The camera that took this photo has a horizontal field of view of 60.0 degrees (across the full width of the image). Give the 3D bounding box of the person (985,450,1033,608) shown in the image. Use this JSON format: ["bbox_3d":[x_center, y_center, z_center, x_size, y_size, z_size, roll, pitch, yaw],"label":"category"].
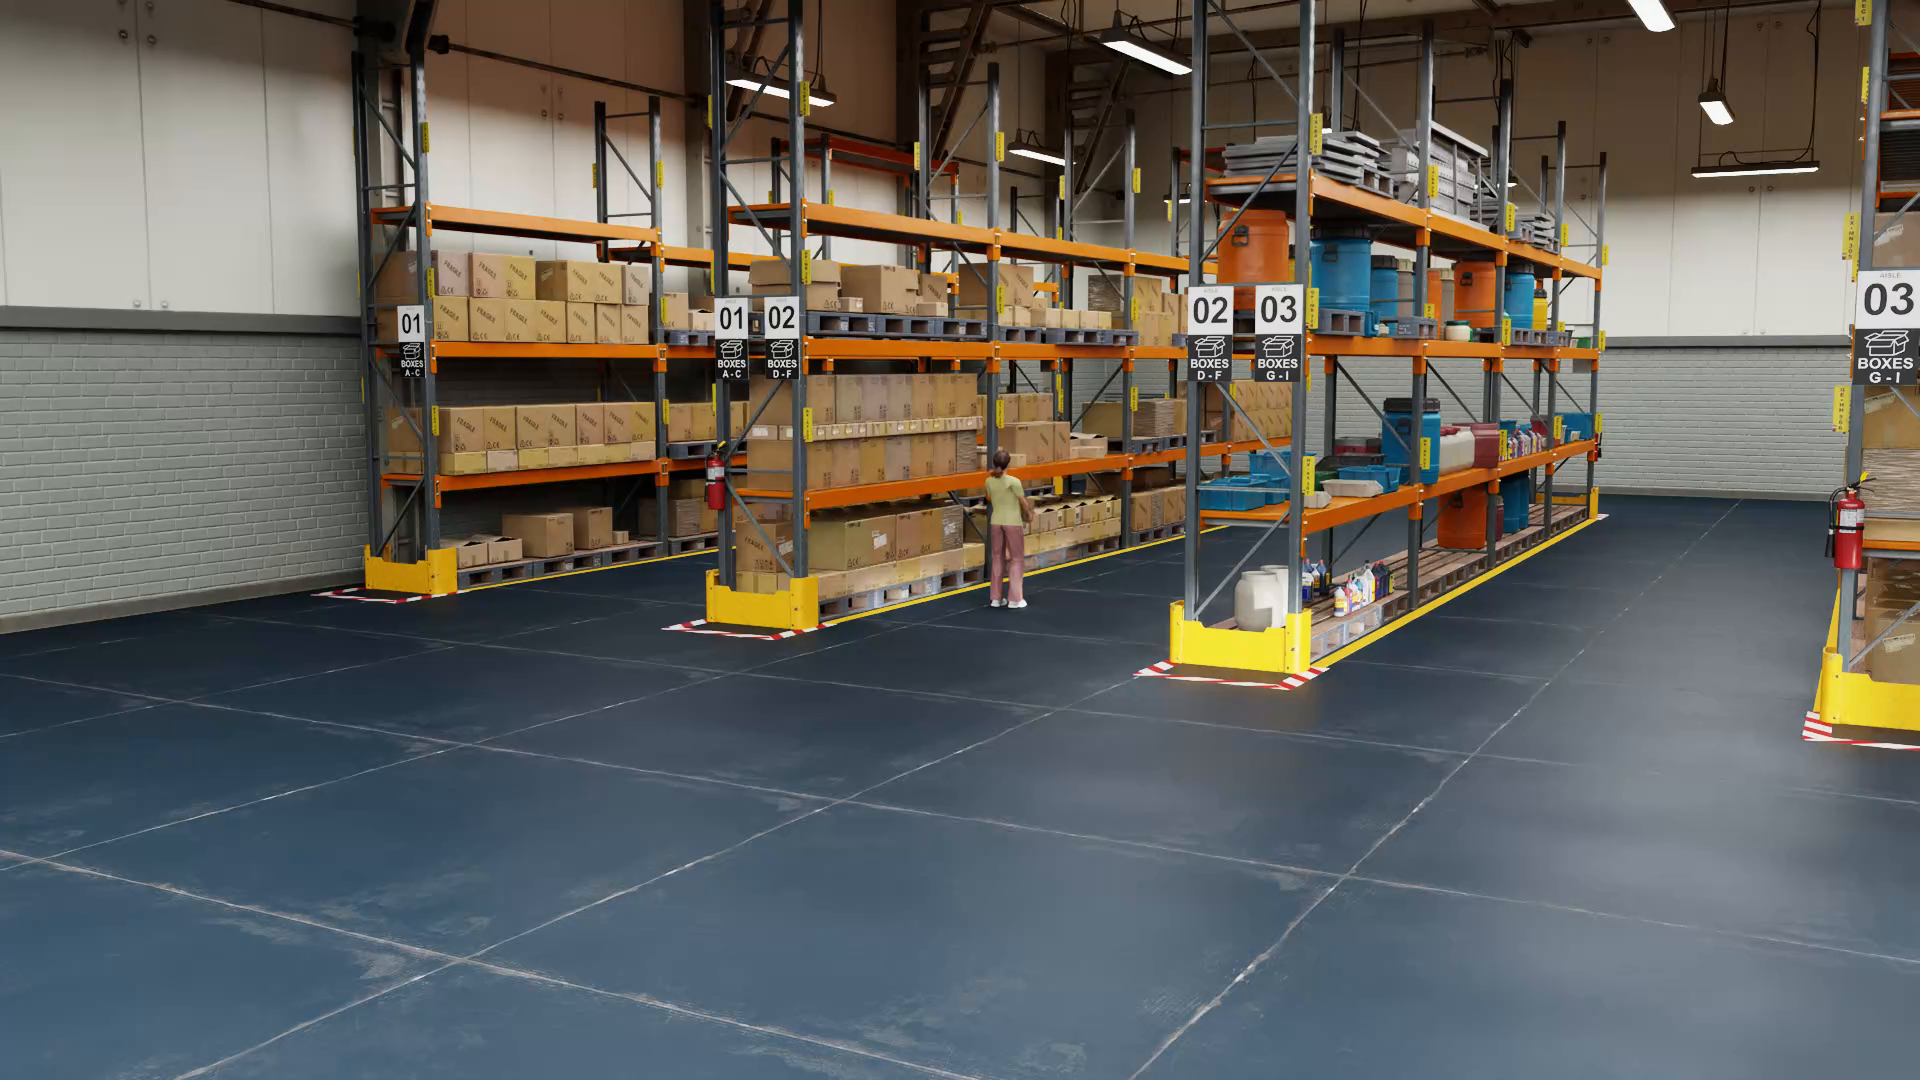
[{"bbox_3d":[0.513,-0.126,17.581,0.427,1.662,0.553,3,7,29],"label":"person"}]
